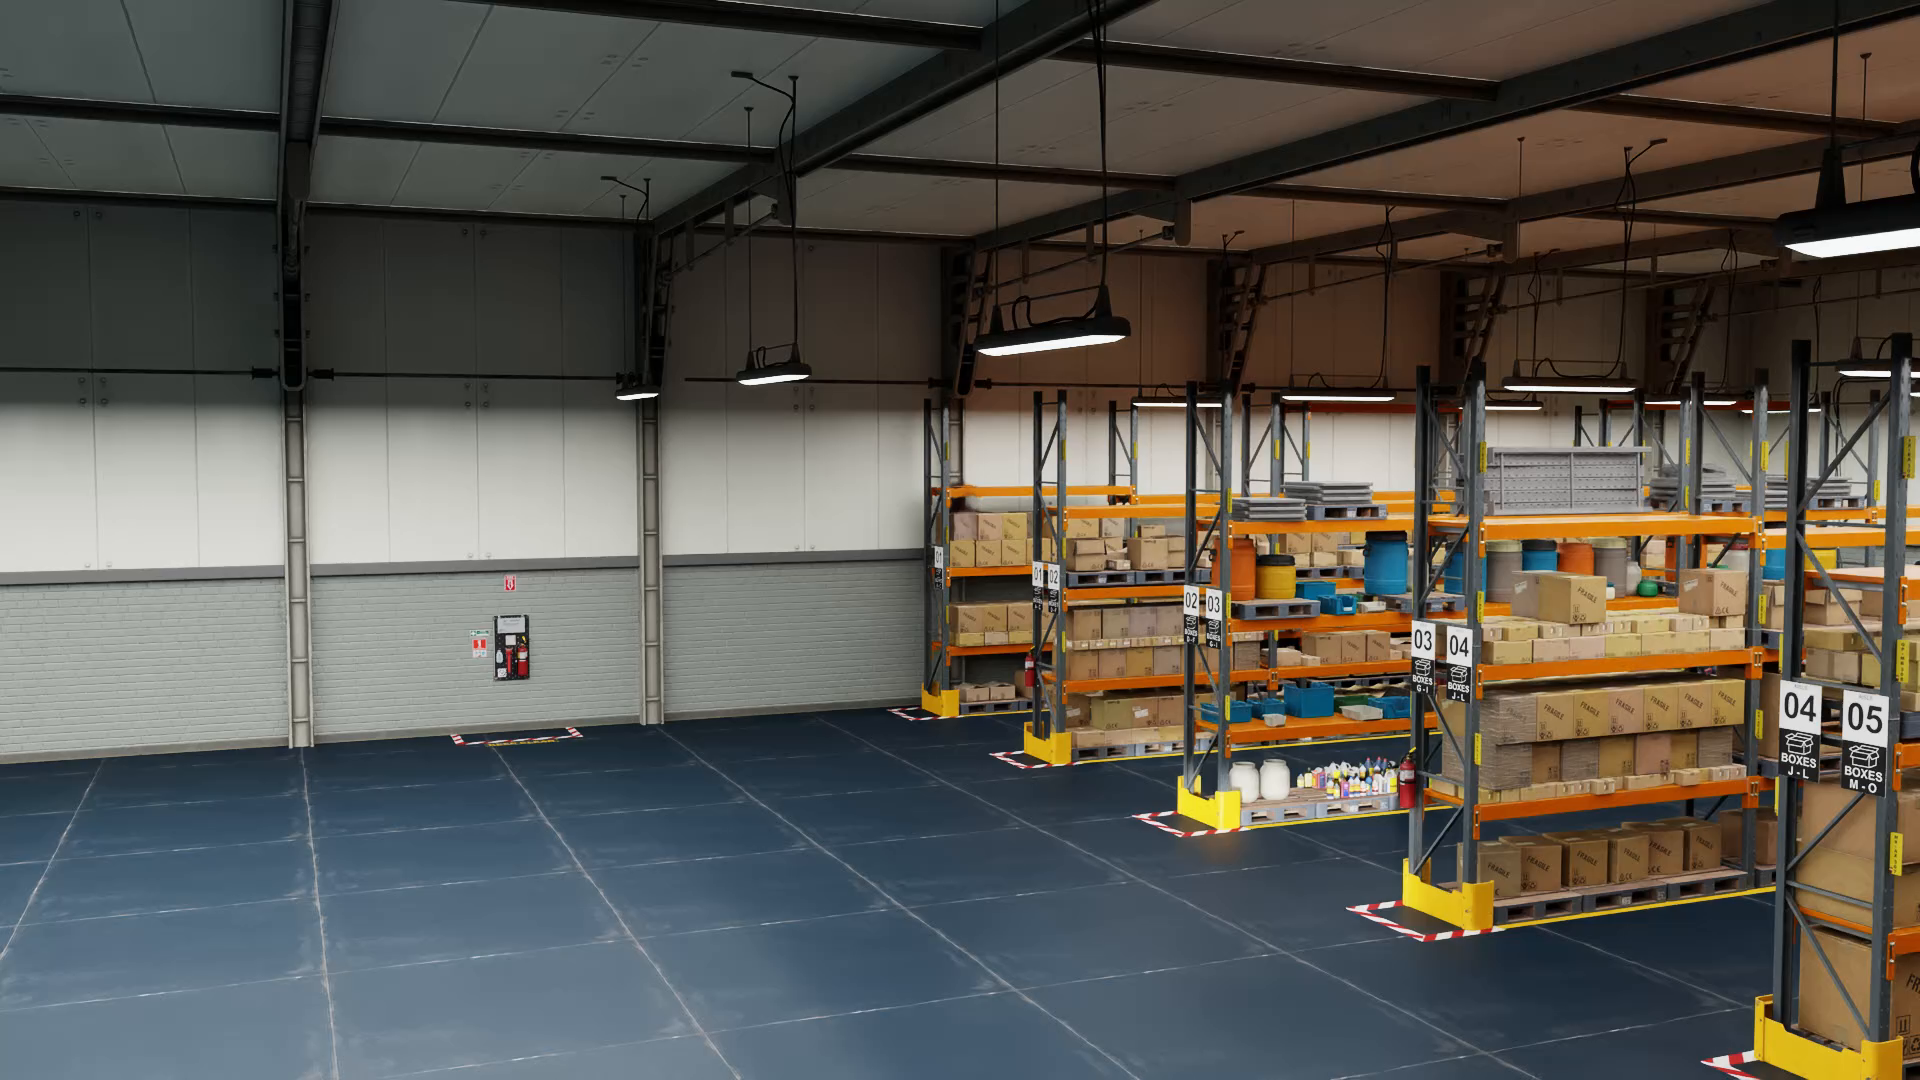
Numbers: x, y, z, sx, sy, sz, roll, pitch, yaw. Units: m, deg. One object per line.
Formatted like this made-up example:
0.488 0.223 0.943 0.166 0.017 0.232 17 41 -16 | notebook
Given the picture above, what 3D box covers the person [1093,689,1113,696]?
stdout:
2.591 2.526 30.197 0.972 1.719 0.648 -3 5 -42 | person
